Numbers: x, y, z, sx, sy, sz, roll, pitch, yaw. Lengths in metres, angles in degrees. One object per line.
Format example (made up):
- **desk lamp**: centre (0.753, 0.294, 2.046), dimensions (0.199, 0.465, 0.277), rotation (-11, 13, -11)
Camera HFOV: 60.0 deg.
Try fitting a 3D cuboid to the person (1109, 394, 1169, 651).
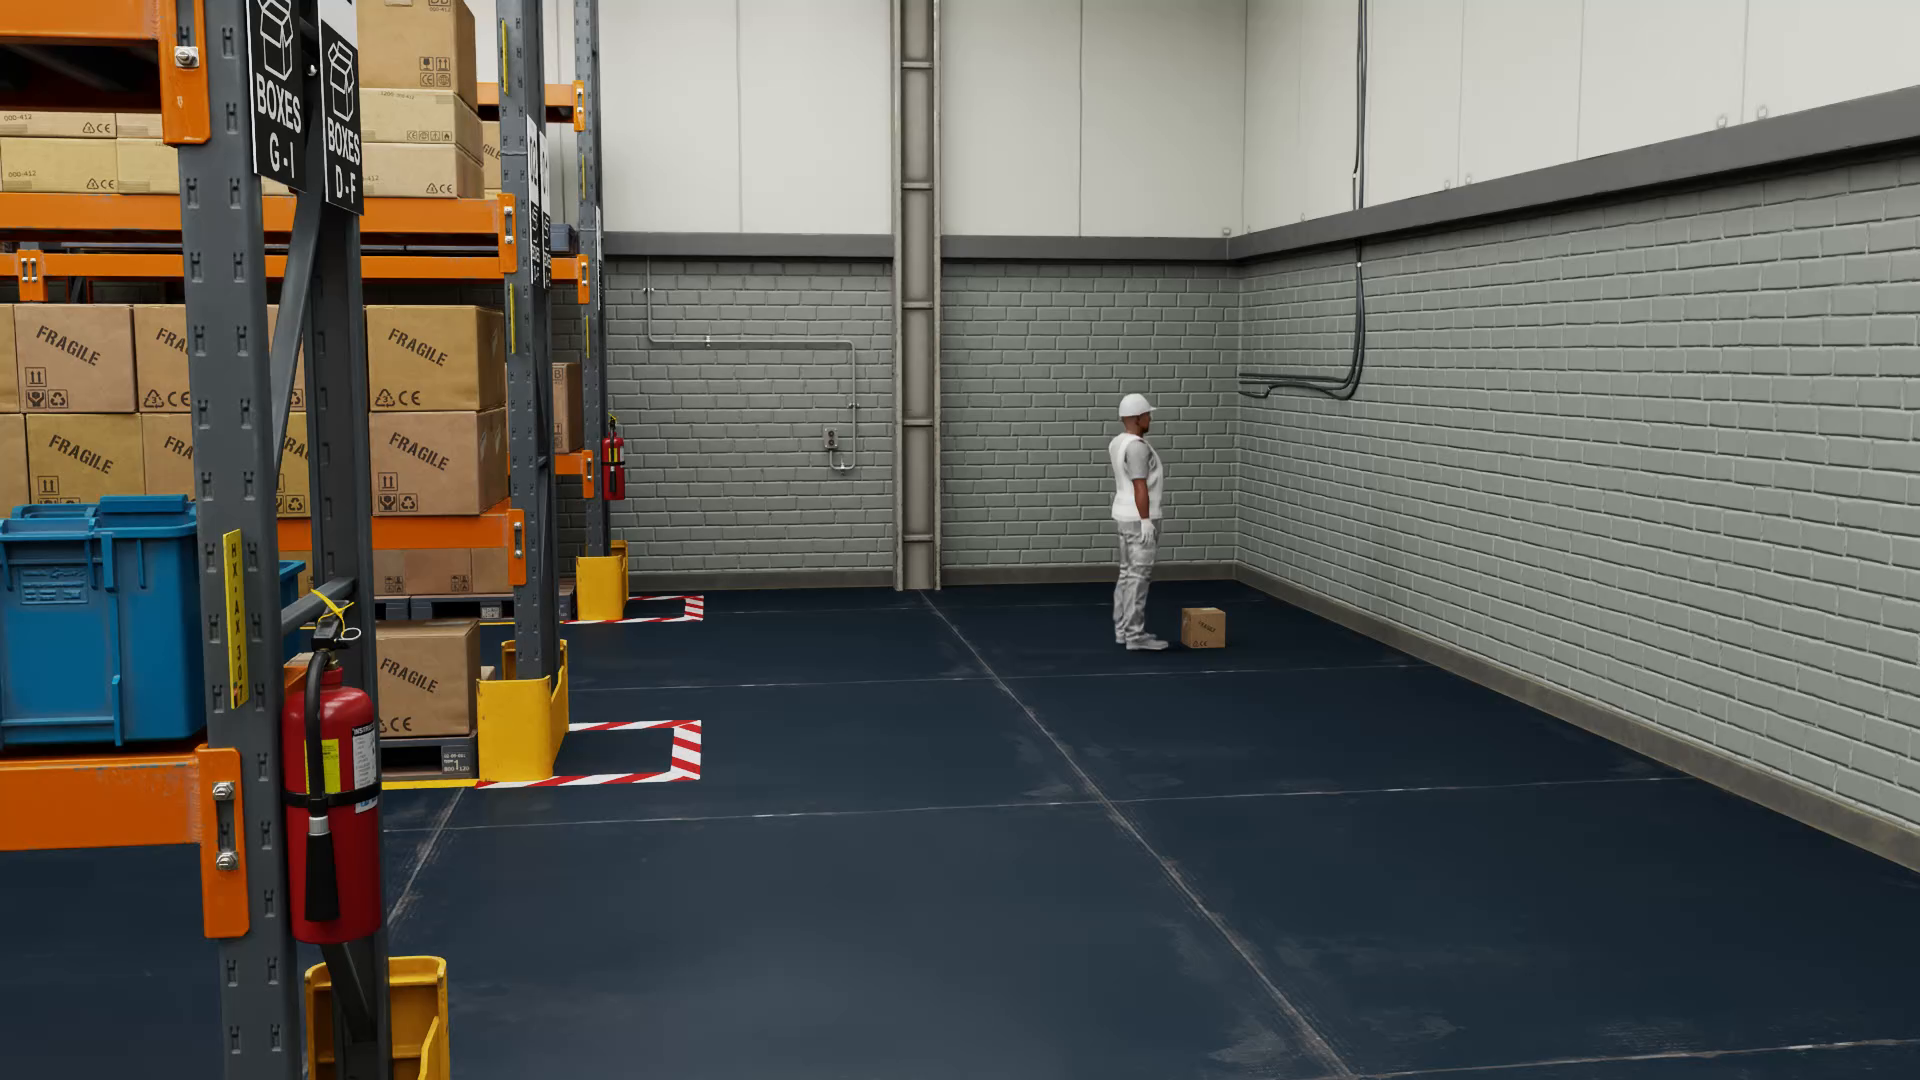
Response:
- **person**: centre (1.264, -0.134, 11.740), dimensions (0.380, 1.789, 0.546), rotation (-1, 6, -8)
